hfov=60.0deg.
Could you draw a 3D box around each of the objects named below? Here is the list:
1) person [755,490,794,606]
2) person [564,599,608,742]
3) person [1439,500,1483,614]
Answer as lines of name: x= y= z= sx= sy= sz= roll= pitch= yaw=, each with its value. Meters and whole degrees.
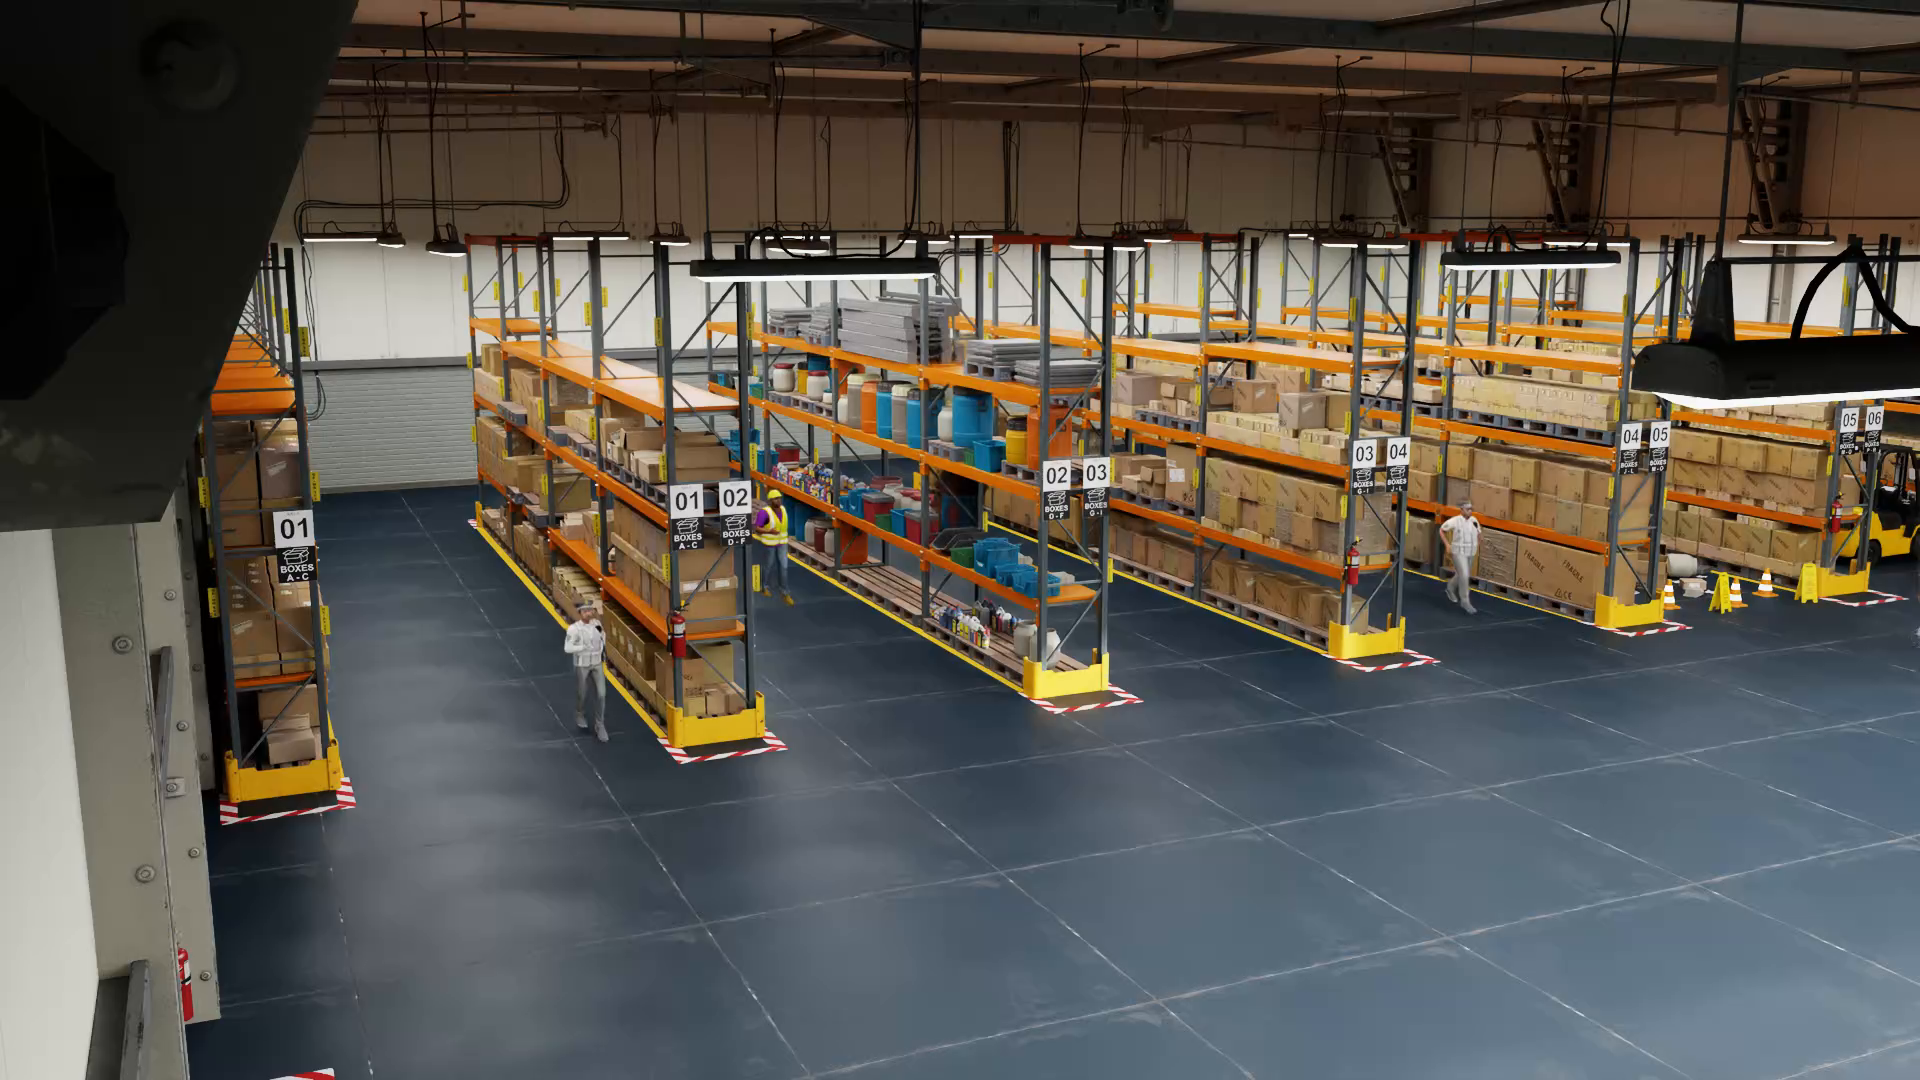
person: x=-2.964 y=0.105 z=26.468 sx=0.676 sy=1.843 sz=0.755 roll=-7 pitch=13 yaw=-33
person: x=-4.588 y=1.572 z=20.524 sx=0.600 sy=1.742 sz=0.750 roll=-6 pitch=13 yaw=-29
person: x=8.242 y=0.226 z=27.188 sx=0.653 sy=1.798 sz=0.891 roll=-5 pitch=12 yaw=-25
